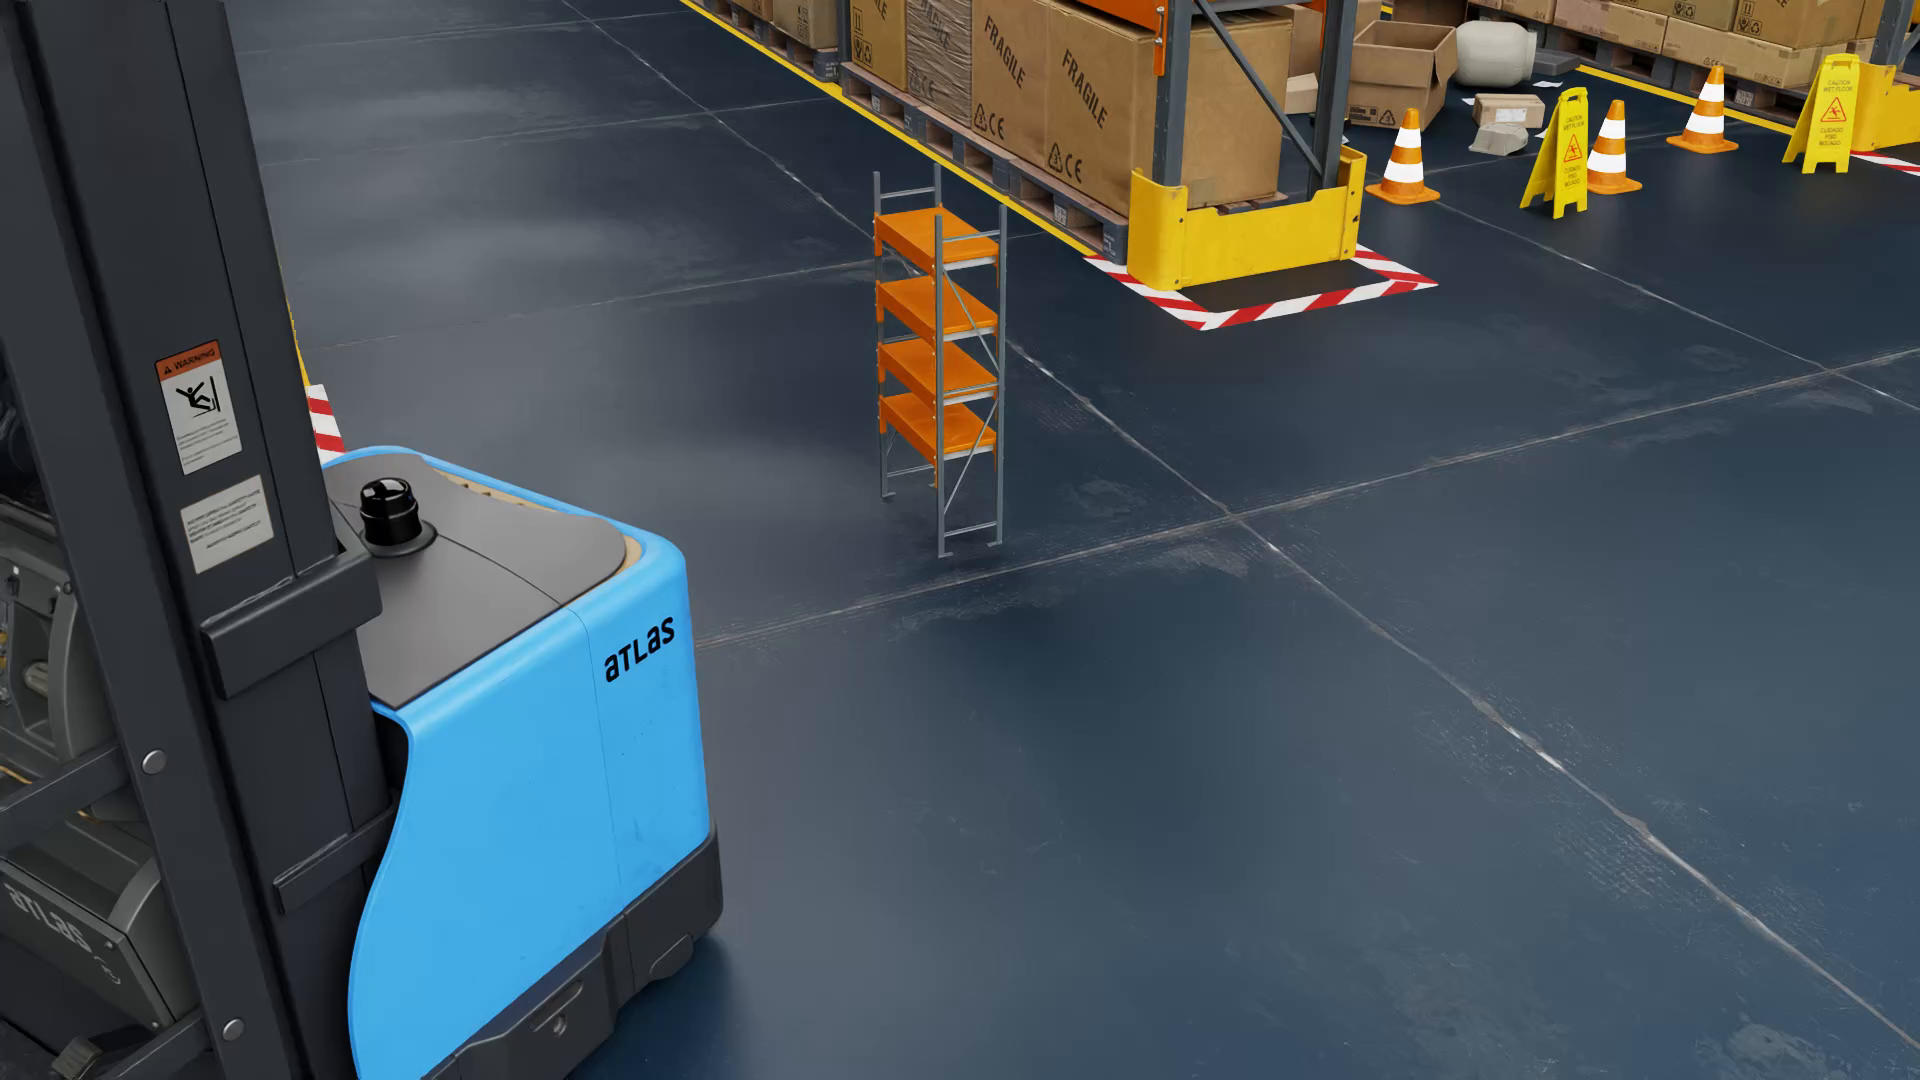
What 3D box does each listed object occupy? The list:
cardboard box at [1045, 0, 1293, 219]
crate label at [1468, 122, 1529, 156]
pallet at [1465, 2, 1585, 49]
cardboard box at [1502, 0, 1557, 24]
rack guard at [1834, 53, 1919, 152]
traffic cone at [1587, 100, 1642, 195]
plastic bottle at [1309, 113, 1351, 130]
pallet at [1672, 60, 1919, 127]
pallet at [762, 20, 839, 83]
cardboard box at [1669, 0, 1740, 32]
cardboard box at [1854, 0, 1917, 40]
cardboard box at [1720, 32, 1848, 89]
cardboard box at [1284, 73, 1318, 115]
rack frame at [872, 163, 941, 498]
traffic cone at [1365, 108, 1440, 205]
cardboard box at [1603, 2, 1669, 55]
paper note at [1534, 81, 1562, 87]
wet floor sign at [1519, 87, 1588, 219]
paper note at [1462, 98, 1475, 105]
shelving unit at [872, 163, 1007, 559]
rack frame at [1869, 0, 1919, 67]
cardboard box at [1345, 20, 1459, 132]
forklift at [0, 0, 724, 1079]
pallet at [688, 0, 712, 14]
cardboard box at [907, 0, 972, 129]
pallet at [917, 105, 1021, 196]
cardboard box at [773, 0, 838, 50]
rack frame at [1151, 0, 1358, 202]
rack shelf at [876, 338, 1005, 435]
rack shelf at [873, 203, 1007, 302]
[{"bbox_3d":[1.027,-2.222,8.389,0.875,0.875,0.875,-13,32,-22],"label":"cardboard box"},{"bbox_3d":[3.205,-2.386,9.864,0.298,0.136,0.250,19,34,30],"label":"crate label"},{"bbox_3d":[4.408,-4.026,12.713,1.003,0.211,1.213,-13,32,-22],"label":"pallet"},{"bbox_3d":[4.336,-3.964,12.134,0.500,0.250,0.500,-11,31,-19],"label":"cardboard box"},{"bbox_3d":[5.772,-2.707,10.067,1.175,0.500,0.348,-13,32,-22],"label":"rack guard"},{"bbox_3d":[3.599,-2.193,9.188,0.336,0.463,0.334,-13,32,-22],"label":"traffic cone"},{"bbox_3d":[2.271,-2.599,10.323,0.283,0.061,0.133,26,38,38],"label":"plastic bottle"},{"bbox_3d":[5.455,-2.948,10.791,1.003,0.211,1.213,-13,32,-22],"label":"pallet"},{"bbox_3d":[-0.739,-3.556,11.875,1.003,0.211,1.213,-13,32,-22],"label":"pallet"},{"bbox_3d":[4.998,-3.604,10.725,0.500,0.500,0.500,-12,31,-20],"label":"cardboard box"},{"bbox_3d":[5.698,-3.500,10.540,0.500,0.500,0.500,-14,32,-24],"label":"cardboard box"},{"bbox_3d":[5.205,-3.059,10.521,0.500,0.250,0.500,-13,32,-22],"label":"cardboard box"},{"bbox_3d":[2.062,-2.882,10.618,0.396,0.266,0.258,-8,30,-13],"label":"cardboard box"},{"bbox_3d":[-0.176,-0.704,5.779,0.240,1.200,0.015,-13,32,-22],"label":"rack frame"},{"bbox_3d":[2.432,-2.106,9.033,0.336,0.463,0.334,-13,32,-22],"label":"traffic cone"},{"bbox_3d":[4.770,-3.509,11.323,0.500,0.250,0.500,-14,32,-24],"label":"cardboard box"},{"bbox_3d":[3.960,-3.075,11.202,0.148,0.019,0.142,26,38,38],"label":"paper note"},{"bbox_3d":[3.178,-2.056,8.757,0.267,0.644,0.232,-19,35,-30],"label":"wet floor sign"},{"bbox_3d":[3.372,-2.870,10.849,0.148,0.019,0.142,-3,29,-5],"label":"paper note"},{"bbox_3d":[-0.071,-0.596,5.587,0.258,1.200,0.503,-13,32,-22],"label":"shelving unit"},{"bbox_3d":[5.805,-3.764,9.396,1.000,3.000,0.127,-13,32,-22],"label":"rack frame"},{"bbox_3d":[2.764,-2.920,10.442,0.637,0.503,0.797,13,32,21],"label":"cardboard box"},{"bbox_3d":[-1.789,0.144,2.497,1.130,2.935,3.031,17,34,28],"label":"forklift"},{"bbox_3d":[-1.786,-4.634,13.797,1.003,0.211,1.213,-13,32,-22],"label":"pallet"},{"bbox_3d":[0.258,-3.014,9.800,0.875,0.875,0.875,-13,32,-22],"label":"cardboard box"},{"bbox_3d":[0.444,-2.339,9.705,1.003,0.211,1.213,-13,32,-22],"label":"pallet"},{"bbox_3d":[-0.687,-3.904,11.517,1.050,0.750,0.750,-13,32,-22],"label":"cardboard box"},{"bbox_3d":[1.378,-2.680,7.463,1.000,3.000,0.127,-13,32,-22],"label":"rack frame"},{"bbox_3d":[-0.071,-0.538,5.620,0.258,0.148,0.480,-13,32,-22],"label":"rack shelf"},{"bbox_3d":[-0.071,-0.939,5.395,0.258,0.148,0.480,-13,32,-22],"label":"rack shelf"}]
